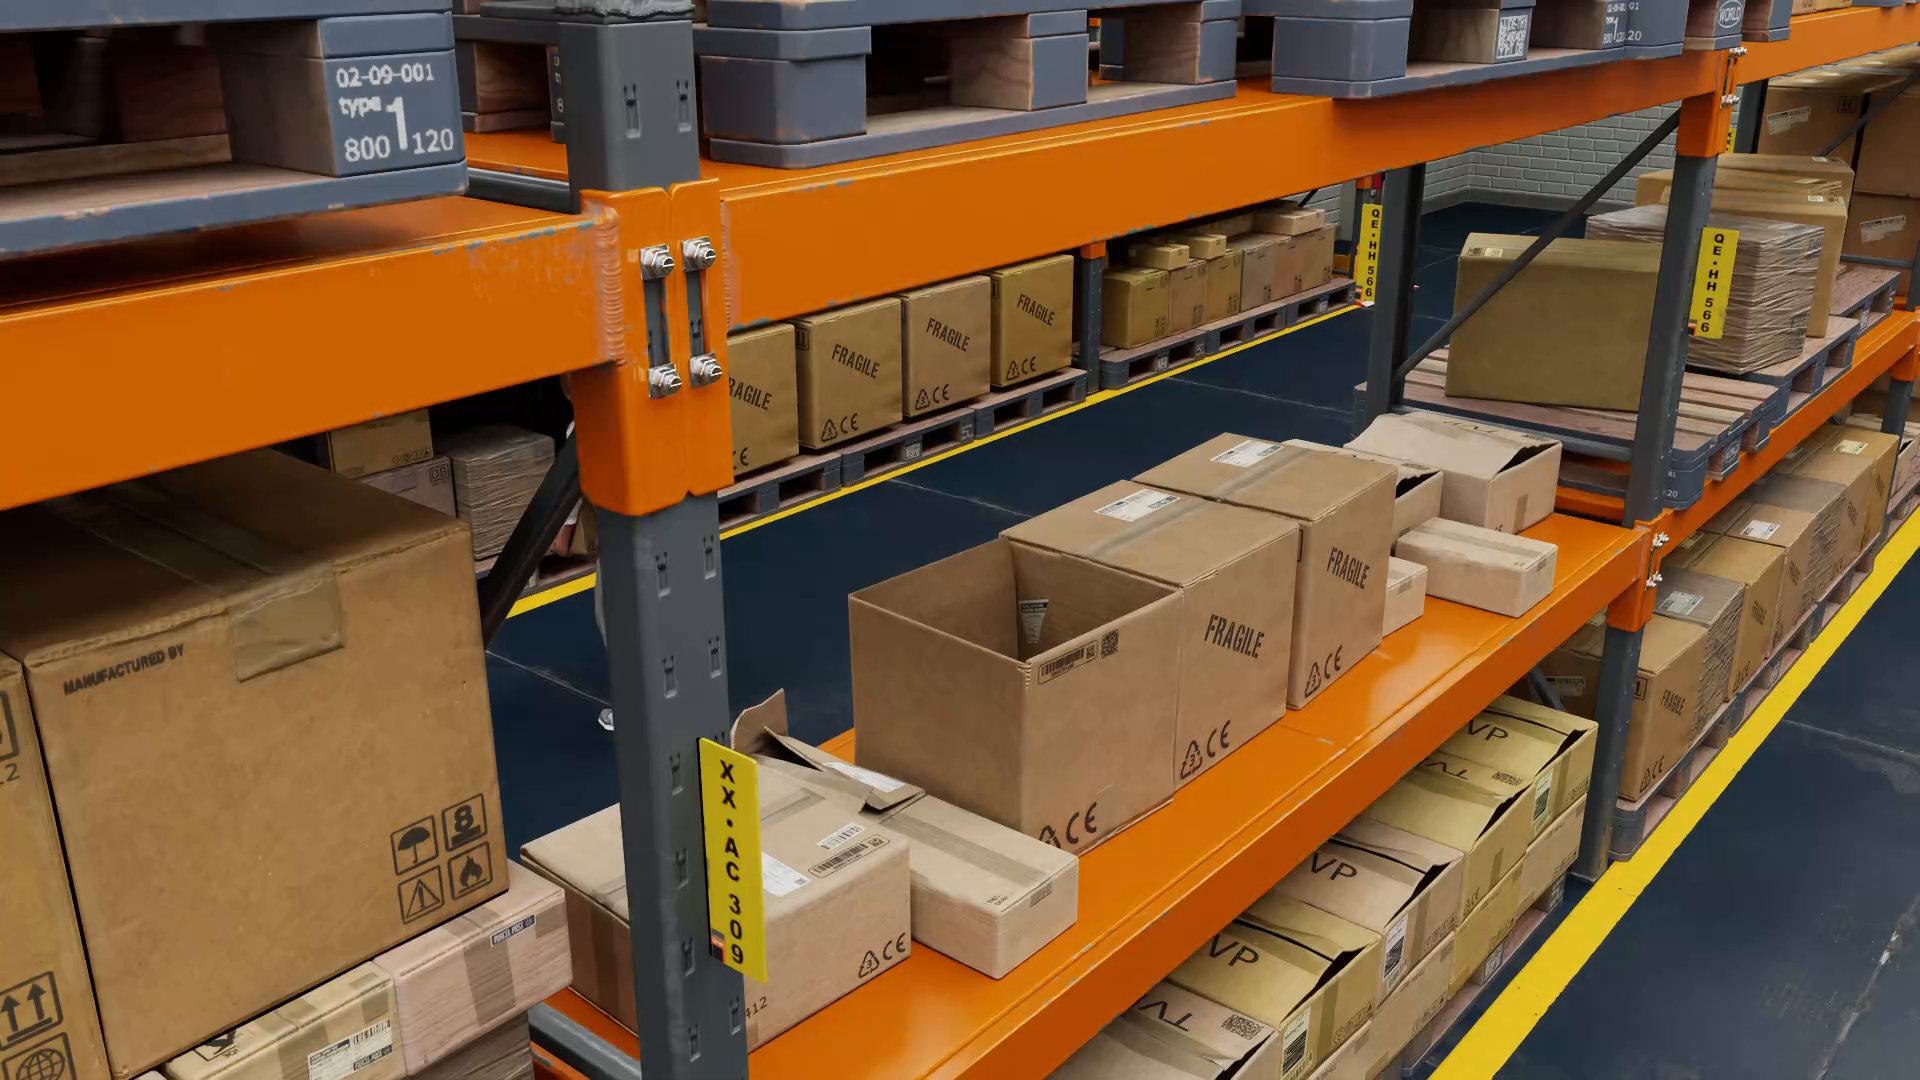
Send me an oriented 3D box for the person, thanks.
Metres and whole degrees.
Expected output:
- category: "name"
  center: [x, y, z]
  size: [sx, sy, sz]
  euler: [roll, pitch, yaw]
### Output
- category: "person"
  center: [-1.356, 0.013, 6.647]
  size: [0.547, 1.541, 0.374]
  euler: [15, 25, 35]
